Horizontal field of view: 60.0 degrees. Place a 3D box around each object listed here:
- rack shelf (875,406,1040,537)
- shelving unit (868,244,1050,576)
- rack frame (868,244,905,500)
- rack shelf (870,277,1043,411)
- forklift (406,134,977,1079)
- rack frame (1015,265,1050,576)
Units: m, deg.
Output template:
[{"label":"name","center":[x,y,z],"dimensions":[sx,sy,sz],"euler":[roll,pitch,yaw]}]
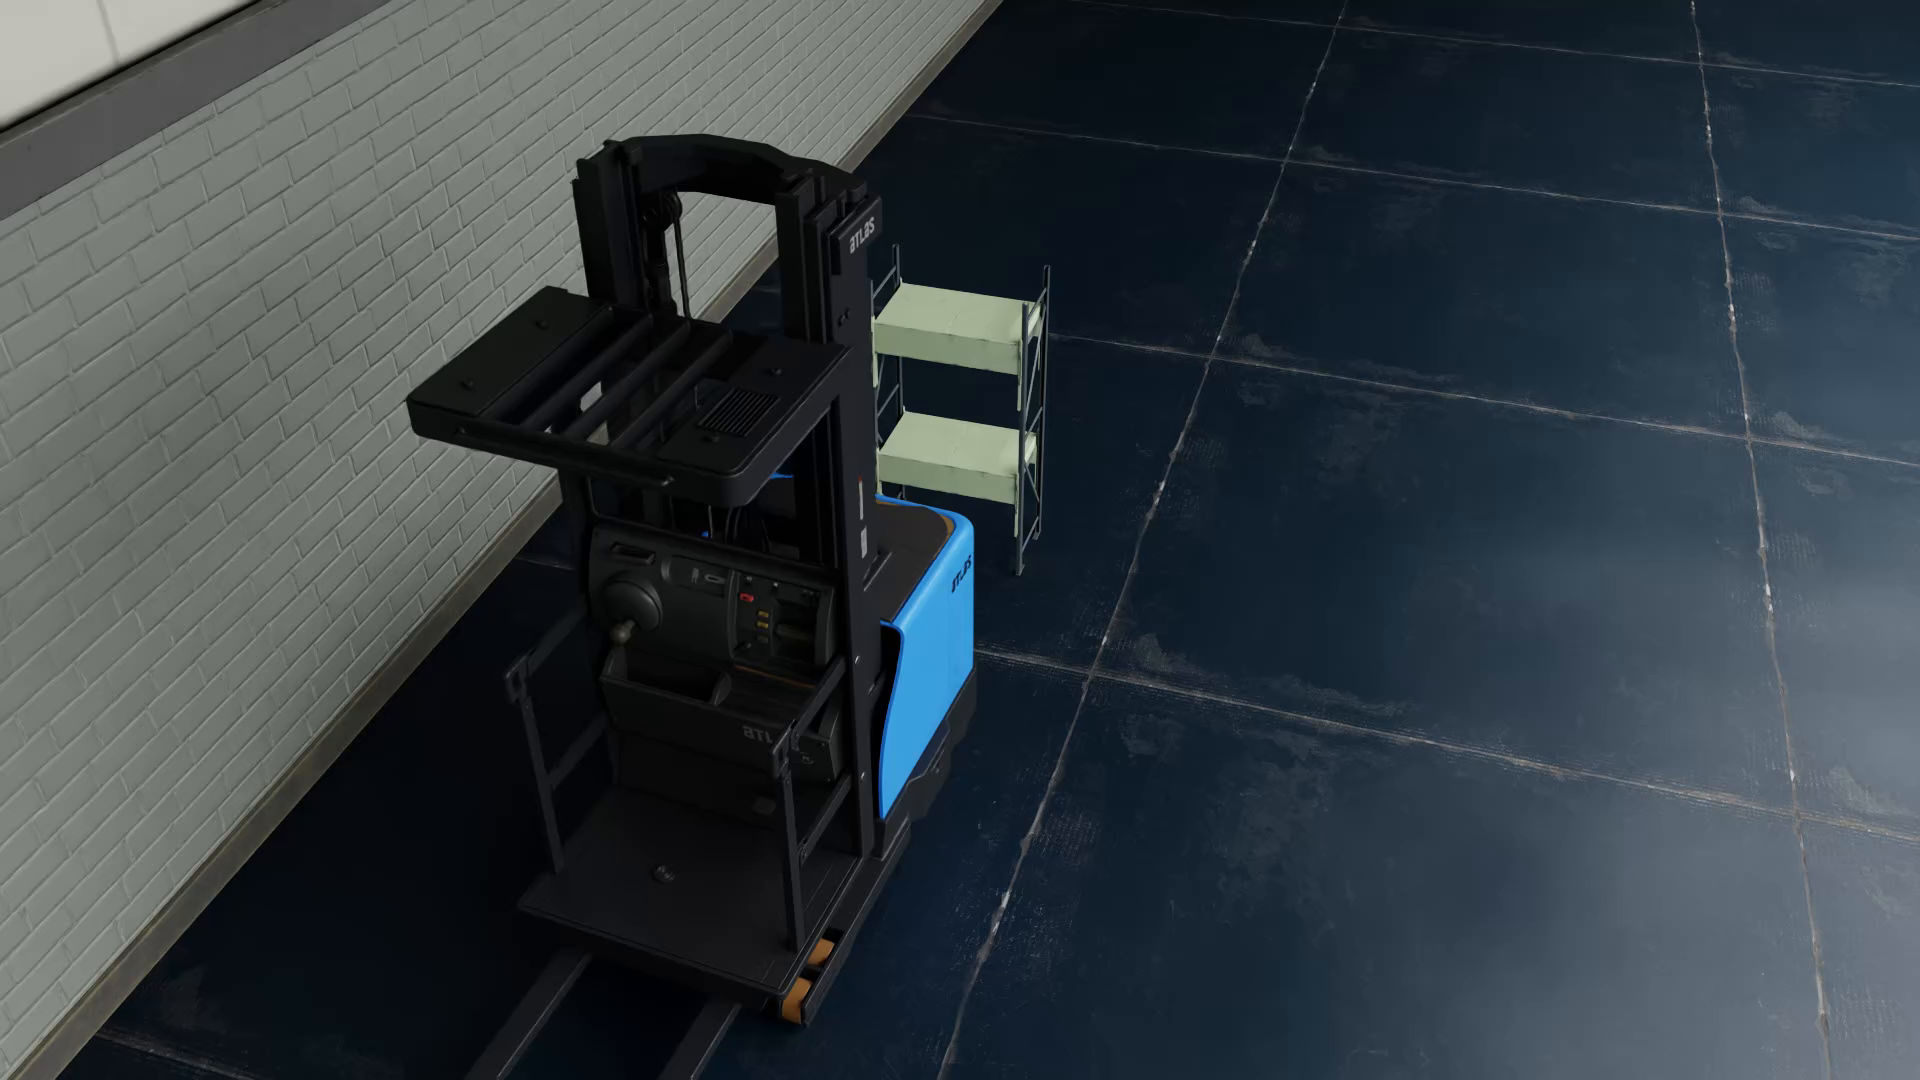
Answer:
[{"label":"rack shelf","center":[-0.006,-0.343,8.185],"dimensions":[0.720,0.370,0.431],"euler":[10,38,14]},{"label":"shelving unit","center":[-0.006,-0.605,7.992],"dimensions":[0.755,1.500,0.431],"euler":[10,38,14]},{"label":"rack frame","center":[-0.356,-0.670,8.080],"dimensions":[0.023,1.500,0.400],"euler":[10,38,14]},{"label":"rack shelf","center":[-0.006,-0.919,7.761],"dimensions":[0.720,0.370,0.431],"euler":[10,38,14]},{"label":"forklift","center":[-0.939,0.292,5.566],"dimensions":[1.130,2.935,3.031],"euler":[13,38,17]},{"label":"rack frame","center":[0.343,-0.541,7.904],"dimensions":[0.023,1.500,0.400],"euler":[10,38,14]}]
